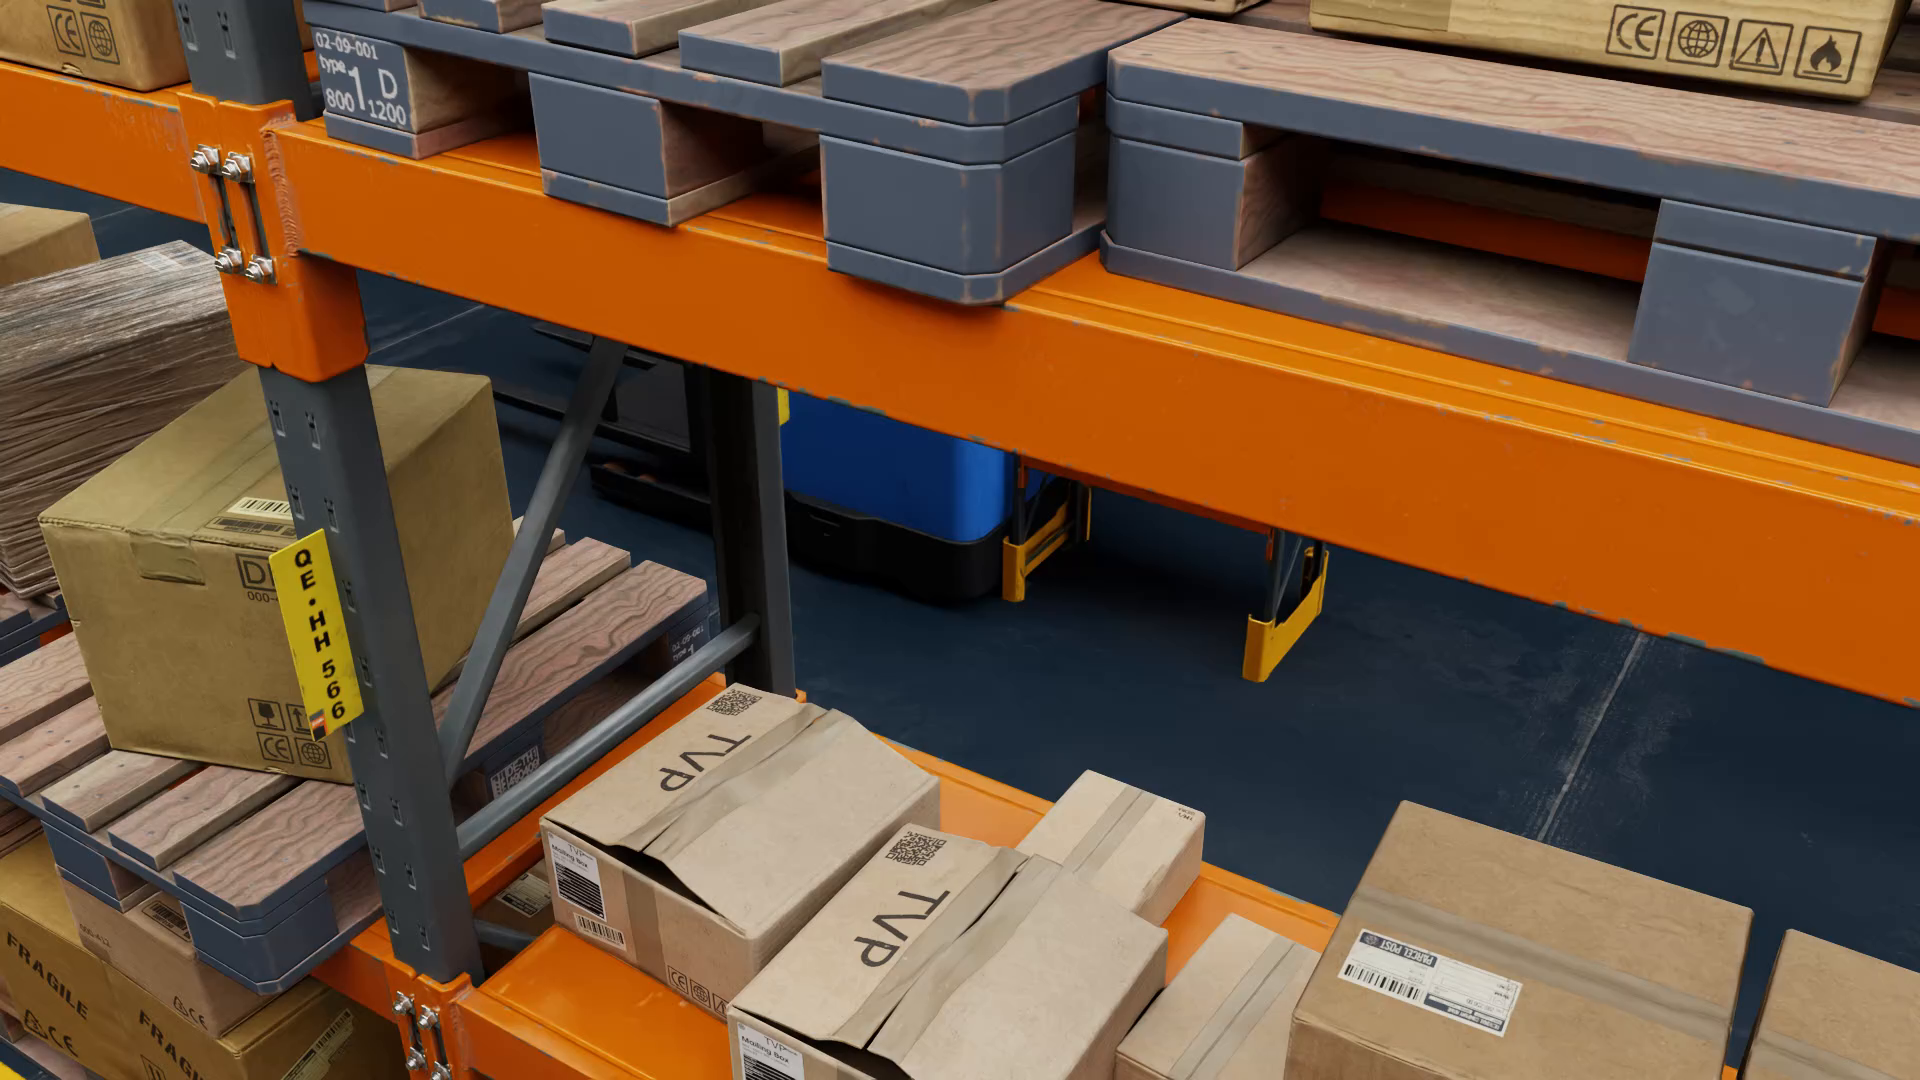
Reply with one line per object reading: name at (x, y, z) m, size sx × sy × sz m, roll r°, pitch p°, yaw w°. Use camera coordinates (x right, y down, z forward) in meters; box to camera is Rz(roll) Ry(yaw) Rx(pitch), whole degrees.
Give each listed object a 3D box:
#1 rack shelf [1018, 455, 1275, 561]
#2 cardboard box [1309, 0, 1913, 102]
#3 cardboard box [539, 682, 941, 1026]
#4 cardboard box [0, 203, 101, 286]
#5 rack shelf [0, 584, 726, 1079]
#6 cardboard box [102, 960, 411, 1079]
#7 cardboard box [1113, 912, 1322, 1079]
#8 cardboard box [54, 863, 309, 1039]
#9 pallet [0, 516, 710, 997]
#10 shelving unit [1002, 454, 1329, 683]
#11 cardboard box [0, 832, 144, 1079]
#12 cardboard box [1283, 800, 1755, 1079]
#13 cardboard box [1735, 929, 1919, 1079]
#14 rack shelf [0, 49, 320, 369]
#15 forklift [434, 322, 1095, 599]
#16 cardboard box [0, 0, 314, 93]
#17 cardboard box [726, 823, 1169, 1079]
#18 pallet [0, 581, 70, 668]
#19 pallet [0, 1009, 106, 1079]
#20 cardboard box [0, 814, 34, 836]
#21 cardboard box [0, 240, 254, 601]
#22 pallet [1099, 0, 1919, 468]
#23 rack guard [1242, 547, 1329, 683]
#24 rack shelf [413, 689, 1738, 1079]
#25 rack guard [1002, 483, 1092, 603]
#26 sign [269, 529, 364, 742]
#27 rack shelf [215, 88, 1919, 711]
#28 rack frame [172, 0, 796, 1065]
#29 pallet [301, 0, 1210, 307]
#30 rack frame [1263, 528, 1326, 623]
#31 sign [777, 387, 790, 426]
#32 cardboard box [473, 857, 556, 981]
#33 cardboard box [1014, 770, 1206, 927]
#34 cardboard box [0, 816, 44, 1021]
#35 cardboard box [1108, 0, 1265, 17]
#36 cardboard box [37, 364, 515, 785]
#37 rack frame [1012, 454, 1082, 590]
rack shelf at (0.772, -0.249, 6.045) m, size 1.000 × 0.185 × 0.538 m, roll 18°, pitch 35°, yaw 27°
cardboard box at (0.681, -0.649, 1.641) m, size 0.500 × 0.250 × 0.500 m, roll 17°, pitch 34°, yaw 26°
cardboard box at (-0.380, 0.529, 2.954) m, size 0.500 × 0.311 × 0.500 m, roll 20°, pitch 36°, yaw 30°
cardboard box at (-2.524, -0.474, 4.070) m, size 0.500 × 0.500 × 0.700 m, roll 9°, pitch 31°, yaw 15°
rack shelf at (-2.359, 0.150, 4.230) m, size 4.000 × 0.370 × 1.077 m, roll 18°, pitch 35°, yaw 27°
cardboard box at (-1.582, 1.114, 3.908) m, size 0.500 × 0.500 × 0.500 m, roll 19°, pitch 35°, yaw 29°
cardboard box at (0.445, 0.801, 2.650) m, size 0.250 × 0.149 × 0.380 m, roll 20°, pitch 36°, yaw 31°
cardboard box at (-1.632, 0.777, 3.741) m, size 0.500 × 0.250 × 0.500 m, roll 19°, pitch 35°, yaw 29°
pallet at (-1.276, 0.306, 3.439) m, size 1.003 × 0.211 × 1.213 m, roll 18°, pitch 35°, yaw 27°
shelving unit at (0.764, -0.407, 5.959) m, size 1.083 × 1.500 × 0.587 m, roll 18°, pitch 35°, yaw 27°
cardboard box at (-2.020, 0.975, 4.145) m, size 0.500 × 0.500 × 0.500 m, roll 16°, pitch 34°, yaw 26°
cardboard box at (0.765, 0.774, 2.347) m, size 0.500 × 0.500 × 0.500 m, roll 16°, pitch 34°, yaw 25°
cardboard box at (1.211, 0.915, 2.105) m, size 0.500 × 0.500 × 0.500 m, roll 18°, pitch 35°, yaw 27°
rack shelf at (-2.359, -1.146, 3.475) m, size 4.000 × 0.370 × 1.077 m, roll 18°, pitch 35°, yaw 27°
forklift at (-0.959, -1.591, 6.568) m, size 3.031 × 2.935 × 1.130 m, roll 18°, pitch 35°, yaw 27°
cardboard box at (-1.052, -1.067, 2.525) m, size 0.500 × 0.500 × 0.910 m, roll 18°, pitch 35°, yaw 27°
cardboard box at (-0.010, 0.736, 2.601) m, size 0.500 × 0.311 × 0.500 m, roll 17°, pitch 34°, yaw 27°
pallet at (-2.314, -0.061, 4.069) m, size 1.213 × 0.211 × 1.003 m, roll 18°, pitch 35°, yaw 27°
pallet at (-2.306, 1.036, 4.765) m, size 1.213 × 0.211 × 1.003 m, roll 18°, pitch 35°, yaw 27°
cardboard box at (-2.500, 0.505, 4.208) m, size 0.500 × 0.250 × 0.500 m, roll 17°, pitch 34°, yaw 26°
cardboard box at (-1.931, -0.297, 3.766) m, size 0.500 × 0.500 × 0.700 m, roll 25°, pitch 39°, yaw 36°
pallet at (0.906, -0.397, 1.665) m, size 1.213 × 0.211 × 1.003 m, roll 19°, pitch 35°, yaw 30°
rack guard at (1.187, 0.266, 6.045) m, size 0.087 × 0.250 × 0.587 m, roll 18°, pitch 35°, yaw 27°
rack shelf at (1.029, 1.221, 2.394) m, size 4.000 × 0.370 × 1.077 m, roll 18°, pitch 35°, yaw 27°
rack guard at (0.342, 0.000, 6.502) m, size 0.087 × 0.250 × 0.587 m, roll 18°, pitch 35°, yaw 27°
sign at (-0.945, 0.143, 2.458) m, size 0.005 × 0.325 × 0.100 m, roll 18°, pitch 35°, yaw 27°
rack shelf at (1.029, -0.074, 1.638) m, size 4.000 × 0.370 × 1.077 m, roll 18°, pitch 35°, yaw 27°
rack frame at (-0.667, 0.376, 3.128) m, size 0.053 × 2.616 × 0.949 m, roll 18°, pitch 35°, yaw 27°
pallet at (-0.043, -0.696, 2.176) m, size 1.003 × 0.211 × 1.213 m, roll 19°, pitch 35°, yaw 30°
rack frame at (1.203, -0.268, 5.722) m, size 0.032 × 1.500 × 0.500 m, roll 18°, pitch 35°, yaw 27°
sign at (-0.373, -0.363, 3.247) m, size 0.005 × 0.325 × 0.100 m, roll 18°, pitch 35°, yaw 27°
cardboard box at (-0.898, 1.021, 4.068) m, size 0.500 × 0.500 × 0.500 m, roll 19°, pitch 35°, yaw 29°
cardboard box at (0.244, 0.606, 2.983) m, size 0.250 × 0.149 × 0.380 m, roll 18°, pitch 35°, yaw 27°
cardboard box at (-2.468, 0.837, 4.382) m, size 0.500 × 0.500 × 0.500 m, roll 16°, pitch 34°, yaw 26°
cardboard box at (0.203, -0.807, 1.912) m, size 0.500 × 0.250 × 0.500 m, roll 19°, pitch 35°, yaw 29°
cardboard box at (-1.258, 0.030, 3.207) m, size 0.500 × 0.500 × 0.700 m, roll 6°, pitch 31°, yaw 11°
rack frame at (0.341, -0.540, 6.188) m, size 0.032 × 1.500 × 0.500 m, roll 18°, pitch 35°, yaw 27°
